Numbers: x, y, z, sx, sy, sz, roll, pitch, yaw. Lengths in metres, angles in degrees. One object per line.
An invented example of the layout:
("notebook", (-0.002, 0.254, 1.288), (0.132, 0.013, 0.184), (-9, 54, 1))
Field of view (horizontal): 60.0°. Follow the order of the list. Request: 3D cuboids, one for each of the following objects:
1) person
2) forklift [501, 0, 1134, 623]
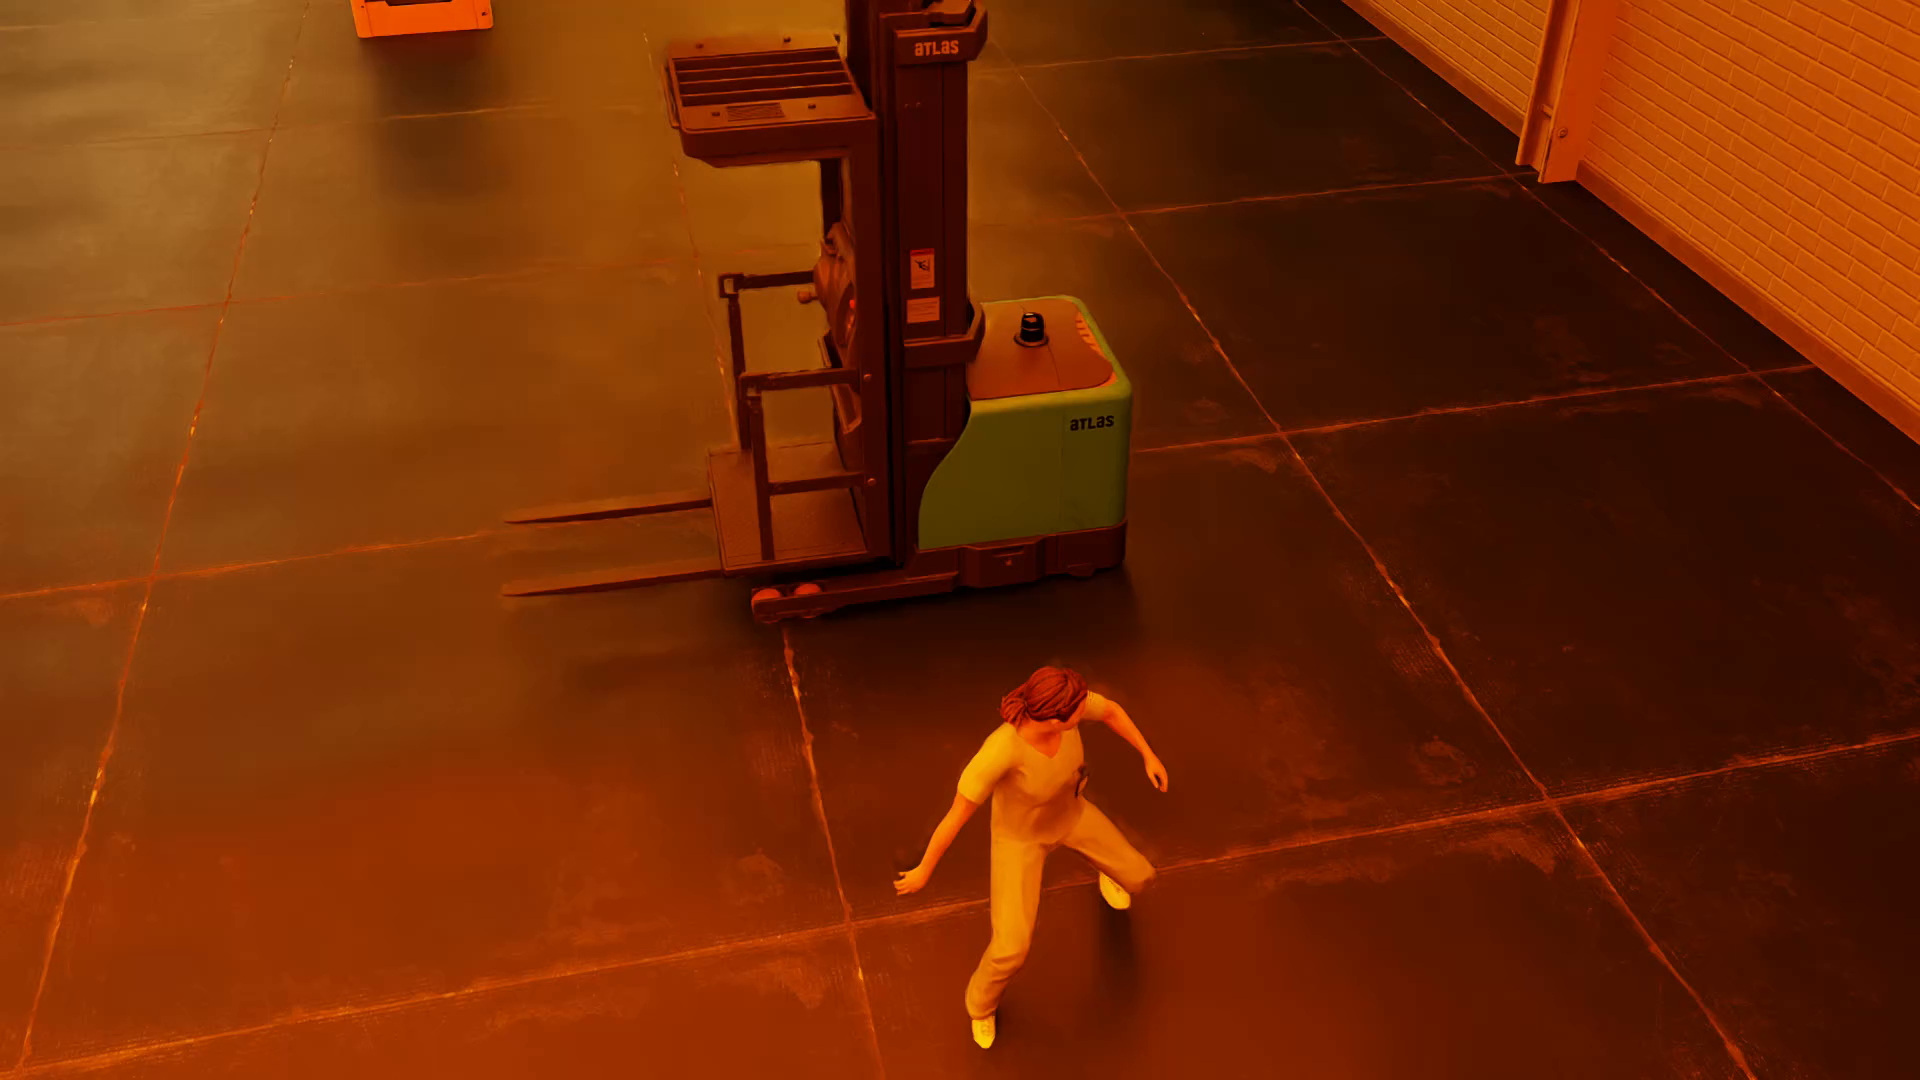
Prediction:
("person", (0.271, 1.039, 5.867), (1.062, 1.567, 0.508), (-21, 41, -27))
("forklift", (-0.745, -1.126, 7.615), (3.031, 2.935, 1.130), (-7, 36, -10))
